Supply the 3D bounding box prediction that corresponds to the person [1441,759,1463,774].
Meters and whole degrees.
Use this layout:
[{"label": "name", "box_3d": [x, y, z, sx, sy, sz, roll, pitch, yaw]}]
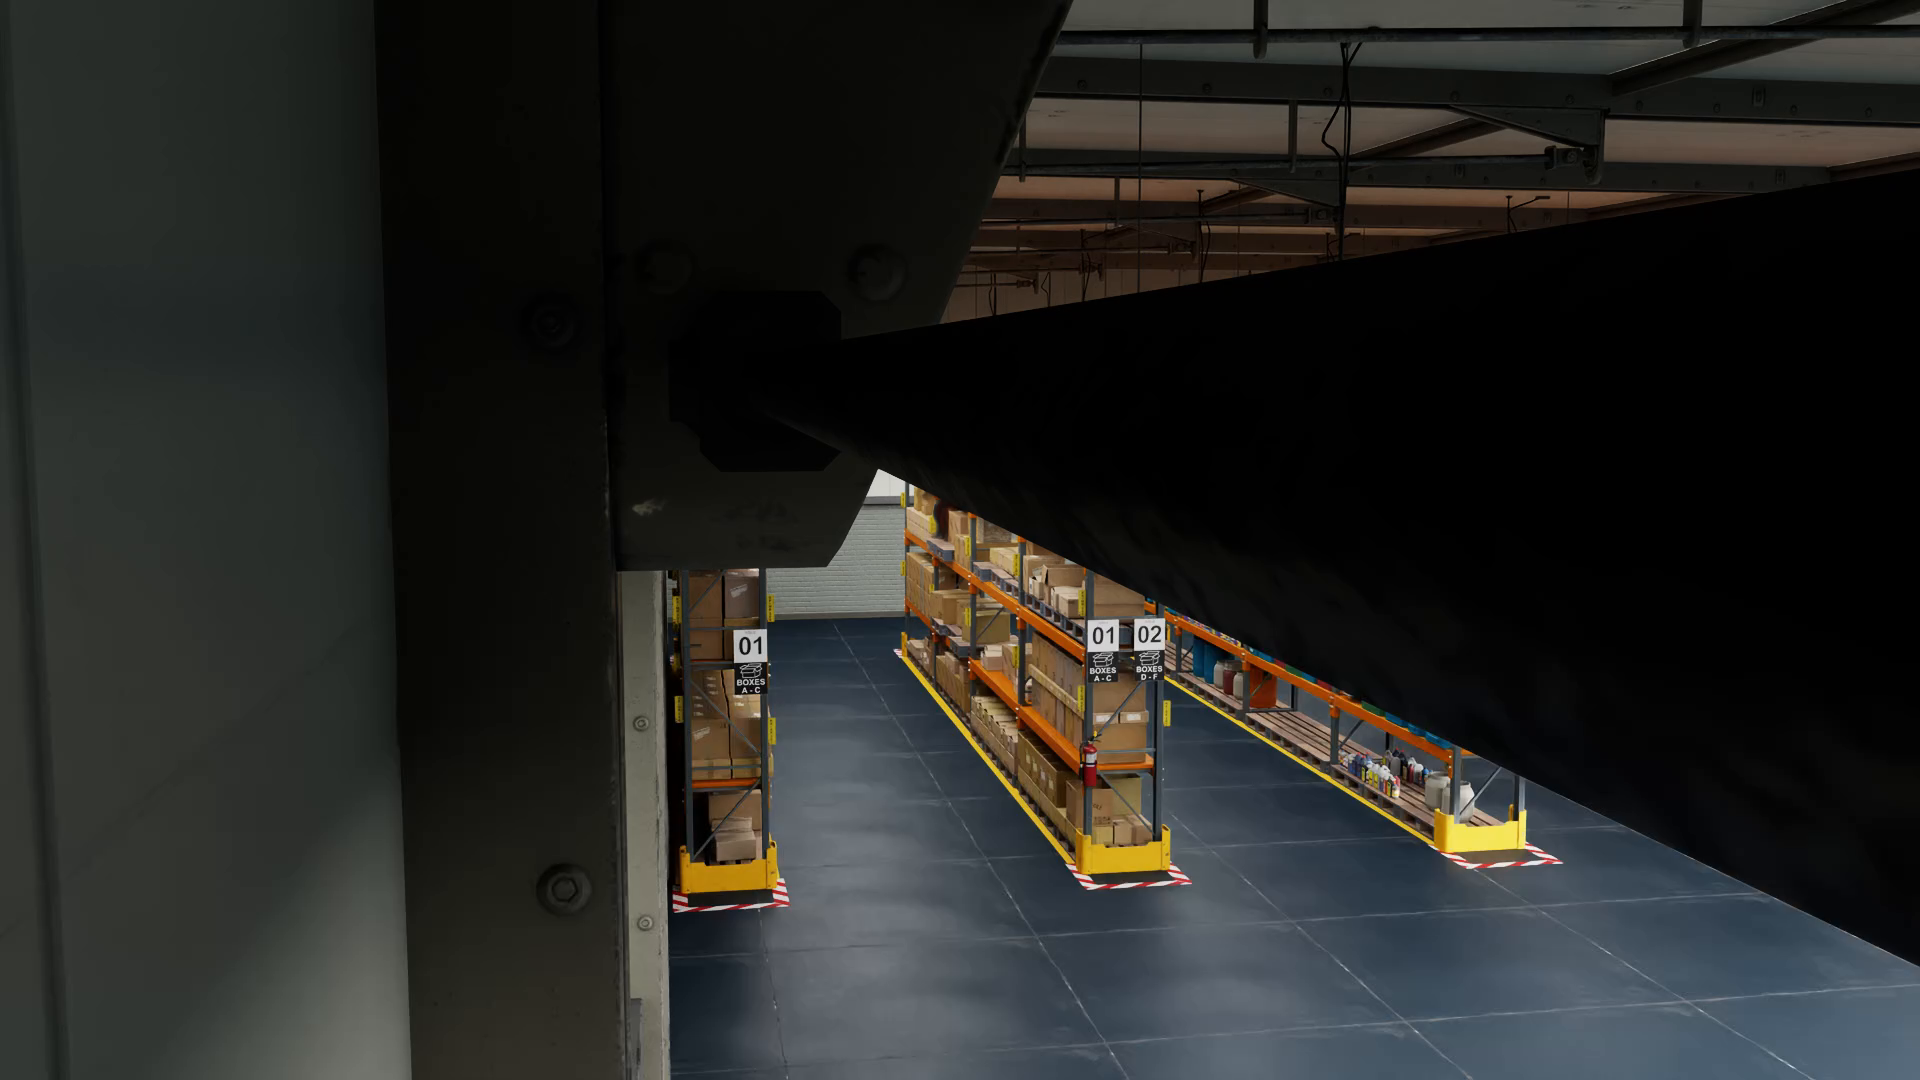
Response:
[{"label": "person", "box_3d": [7.689, 2.745, 26.007, 0.370, 1.802, 0.588, -5, 8, -39]}]
